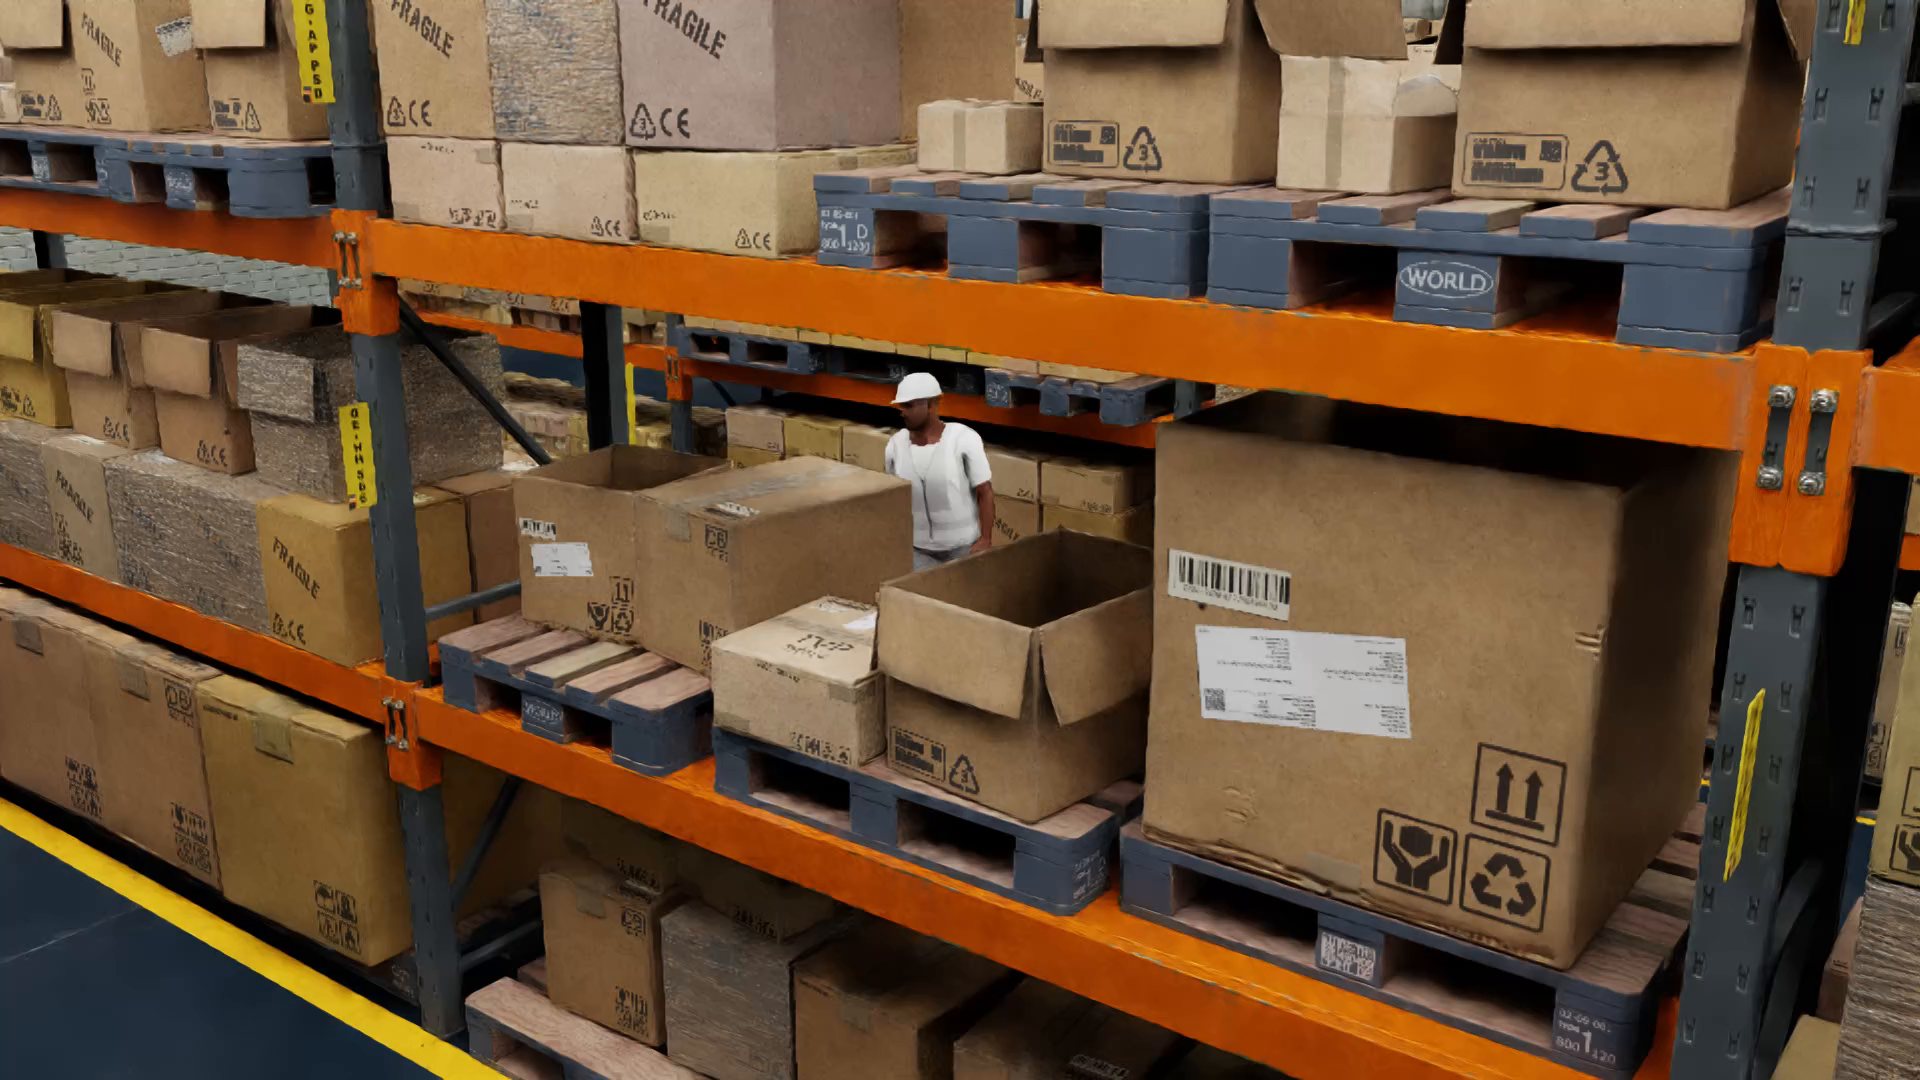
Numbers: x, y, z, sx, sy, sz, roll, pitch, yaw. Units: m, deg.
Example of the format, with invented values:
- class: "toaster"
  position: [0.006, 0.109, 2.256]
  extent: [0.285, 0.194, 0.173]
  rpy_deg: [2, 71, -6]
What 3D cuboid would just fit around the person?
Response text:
- class: "person"
  position: [-0.098, -0.006, 8.578]
  extent: [0.609, 1.731, 0.870]
  rpy_deg: [4, 17, 14]
